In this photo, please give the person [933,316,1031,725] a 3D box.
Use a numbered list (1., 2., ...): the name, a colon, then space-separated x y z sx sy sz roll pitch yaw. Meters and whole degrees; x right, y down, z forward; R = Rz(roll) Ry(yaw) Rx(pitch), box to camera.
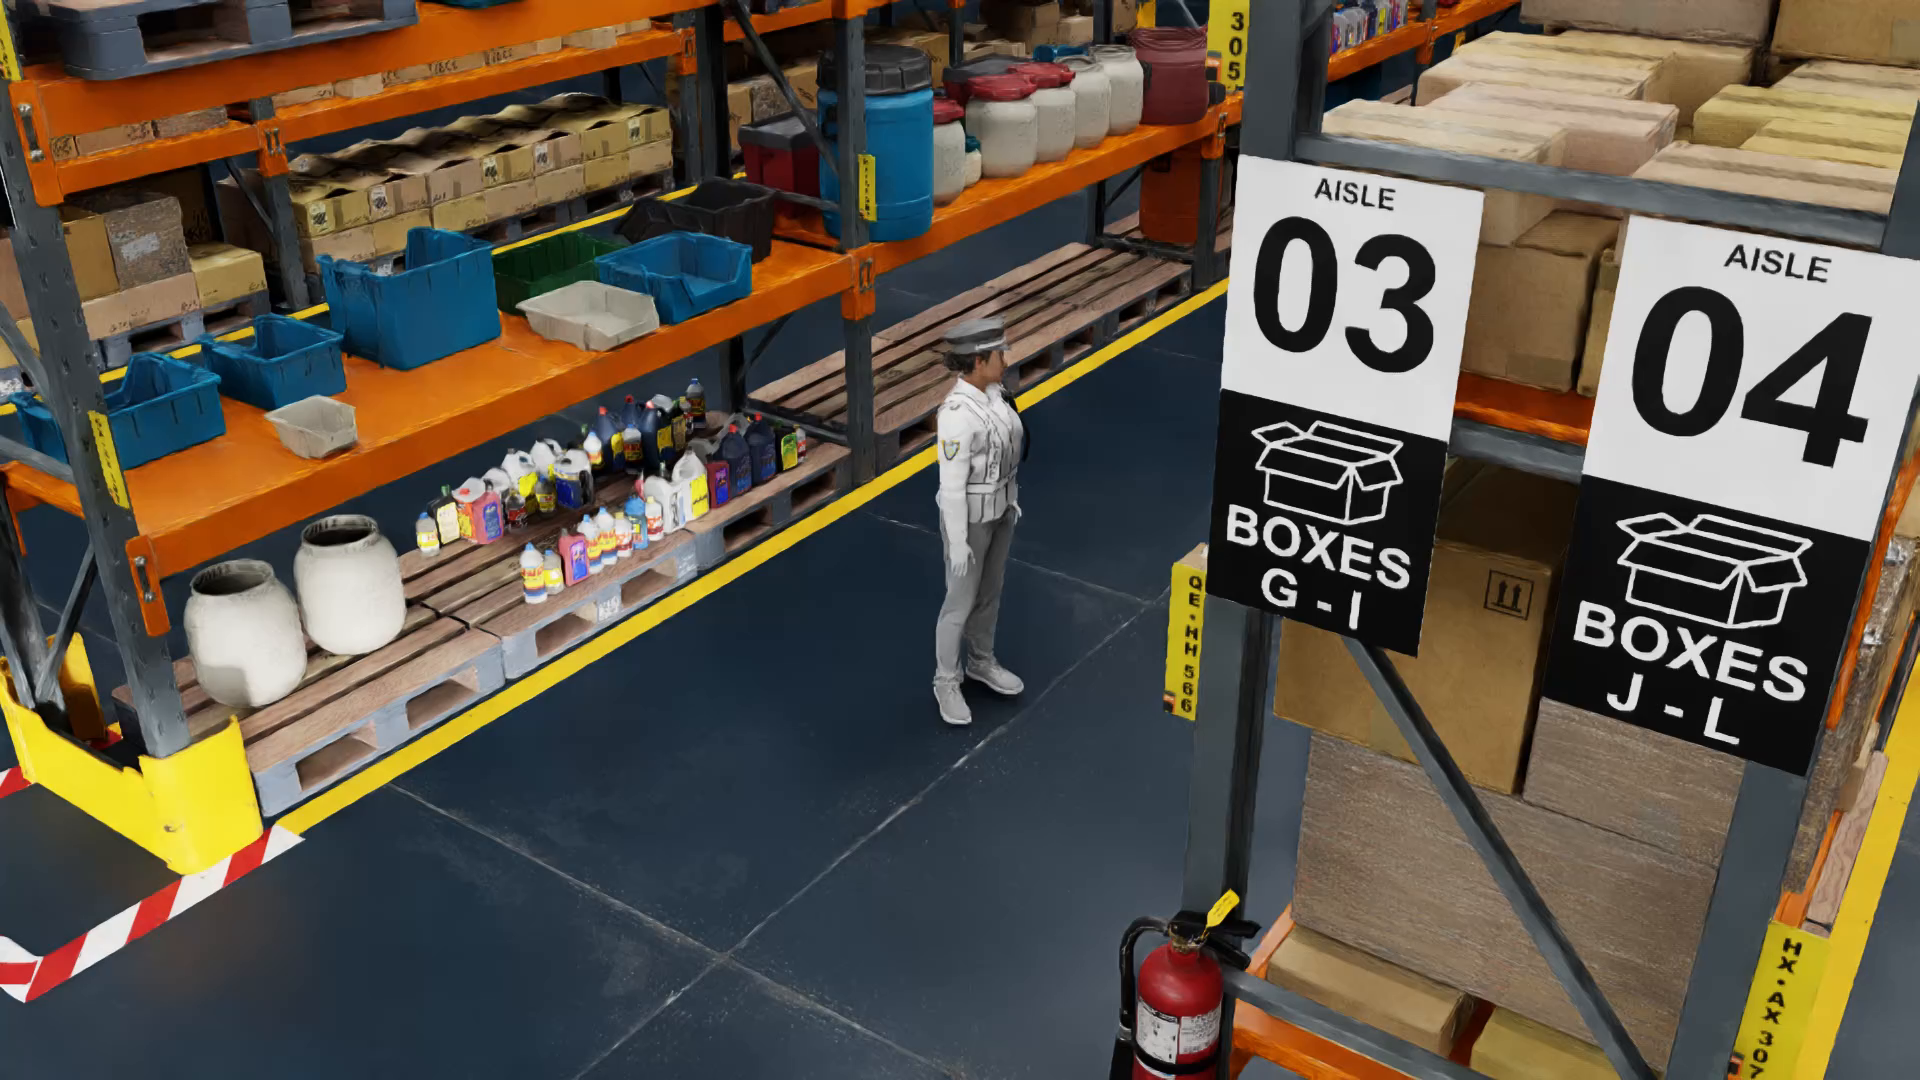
1. person: 0.082 -0.094 6.734 0.344 1.687 0.545 13 30 23
